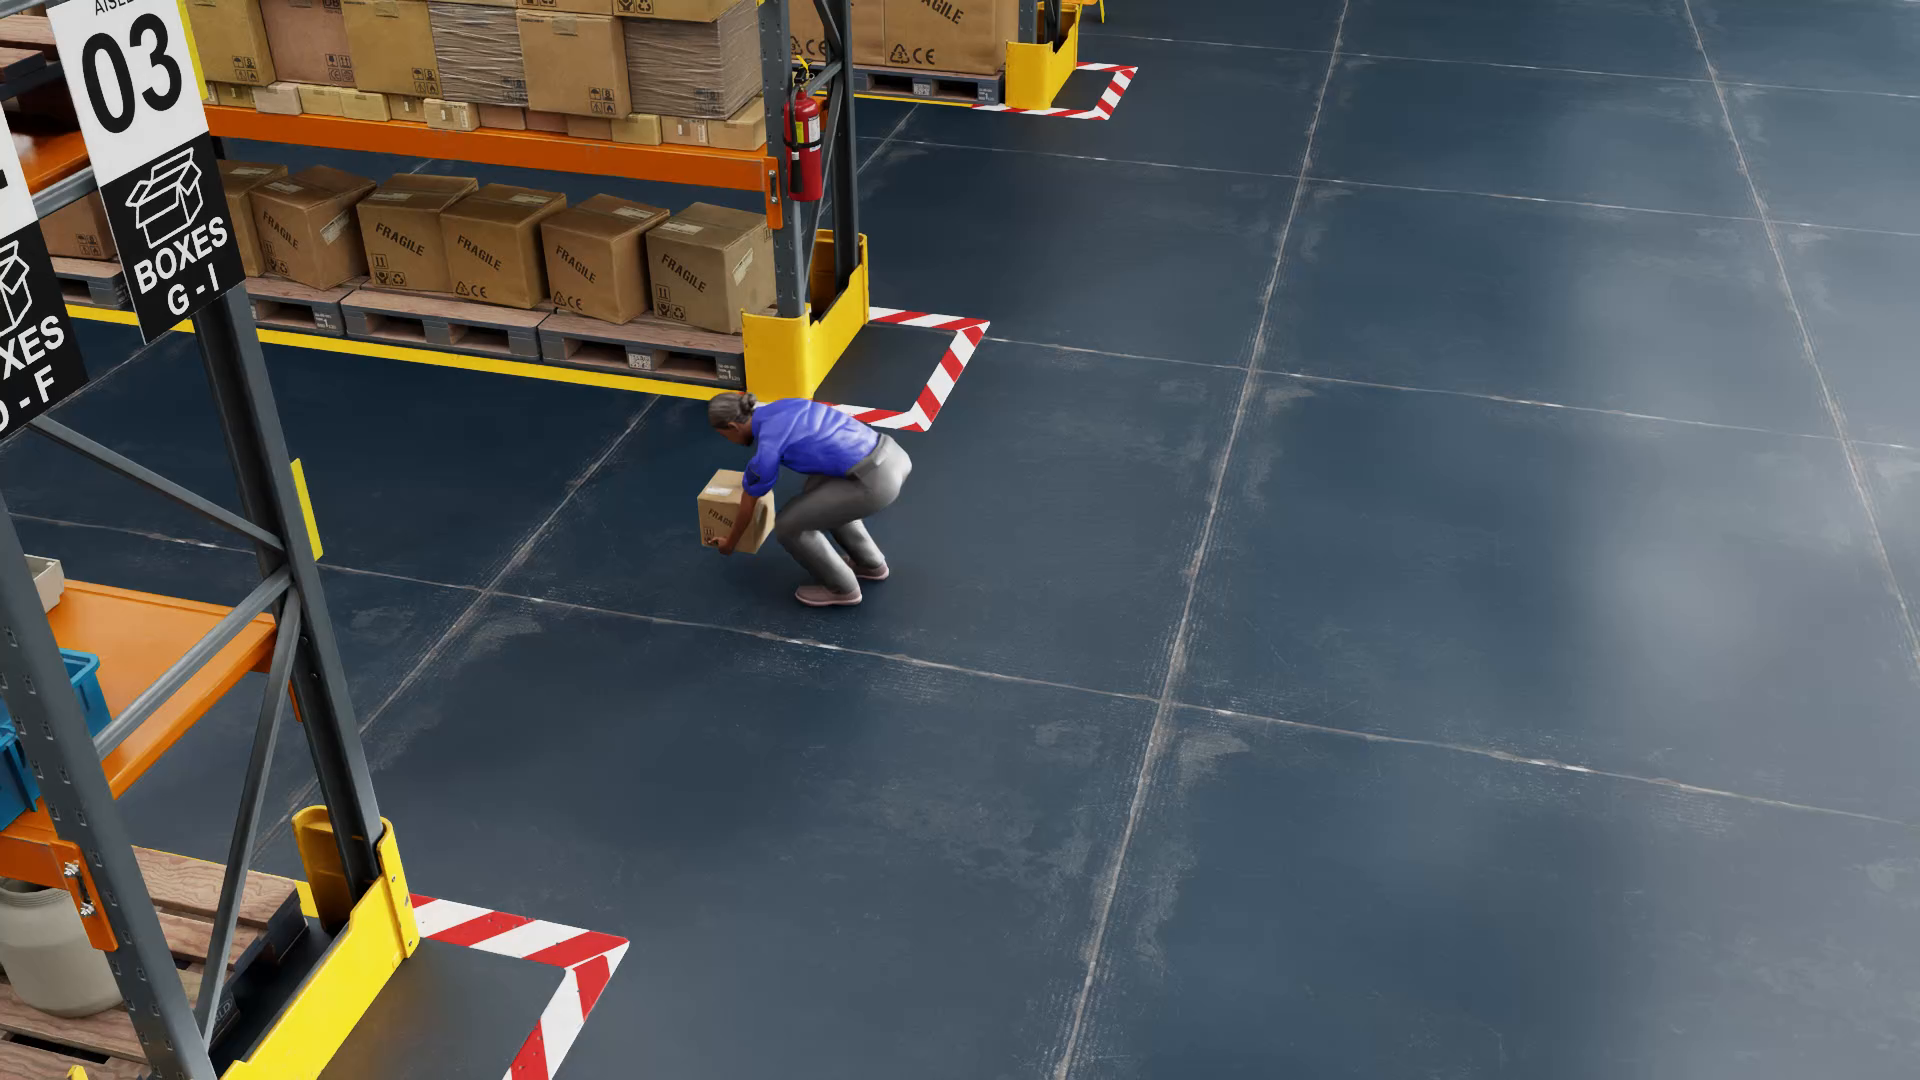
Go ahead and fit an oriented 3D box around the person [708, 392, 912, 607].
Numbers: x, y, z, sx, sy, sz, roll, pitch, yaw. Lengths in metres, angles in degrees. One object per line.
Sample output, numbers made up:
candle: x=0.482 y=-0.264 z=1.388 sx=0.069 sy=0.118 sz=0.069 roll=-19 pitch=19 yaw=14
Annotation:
person: x=-0.643 y=-0.195 z=7.108 sx=0.865 sy=0.941 sz=0.456 roll=7 pitch=34 yaw=10
